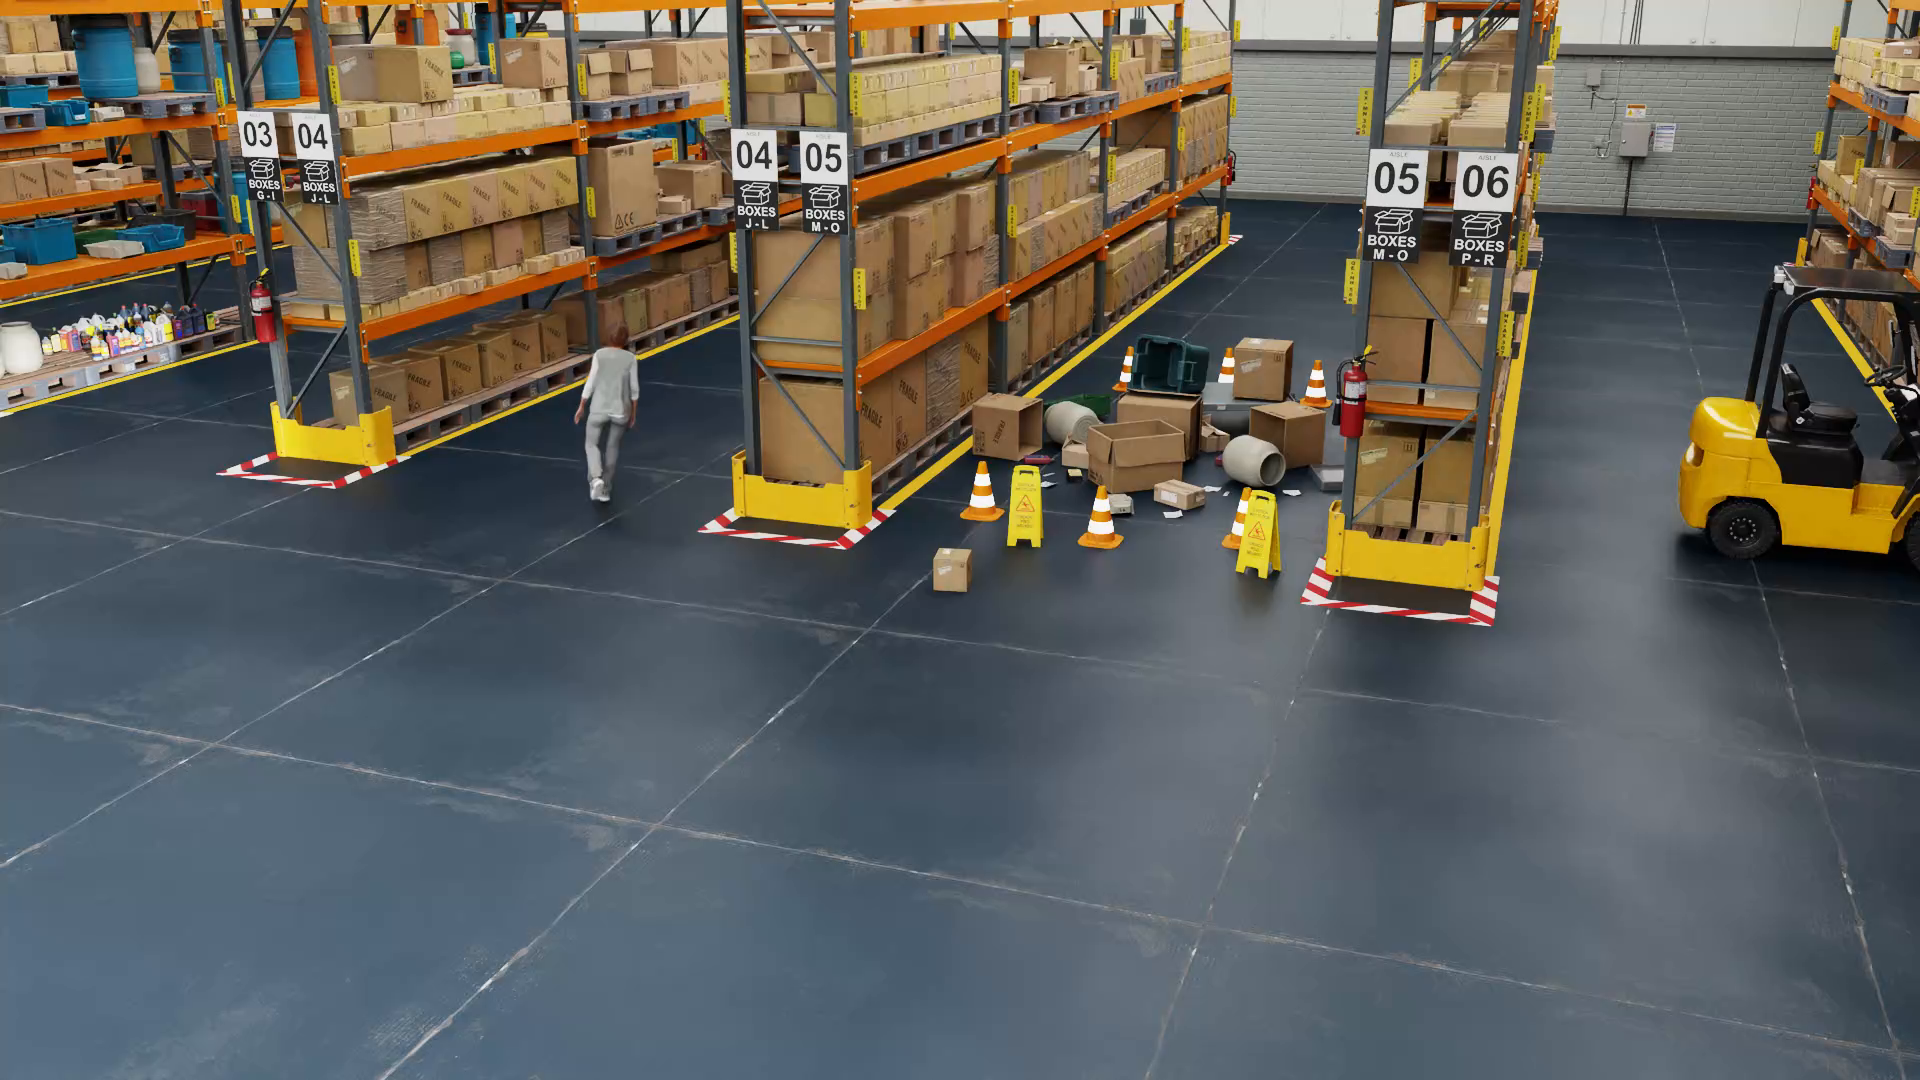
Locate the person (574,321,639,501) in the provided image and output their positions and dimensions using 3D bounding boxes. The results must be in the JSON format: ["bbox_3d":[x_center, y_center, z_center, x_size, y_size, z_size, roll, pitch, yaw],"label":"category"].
[{"bbox_3d":[-2.995,-1.060,14.140,0.558,1.571,0.574,-4,19,-12],"label":"person"}]
